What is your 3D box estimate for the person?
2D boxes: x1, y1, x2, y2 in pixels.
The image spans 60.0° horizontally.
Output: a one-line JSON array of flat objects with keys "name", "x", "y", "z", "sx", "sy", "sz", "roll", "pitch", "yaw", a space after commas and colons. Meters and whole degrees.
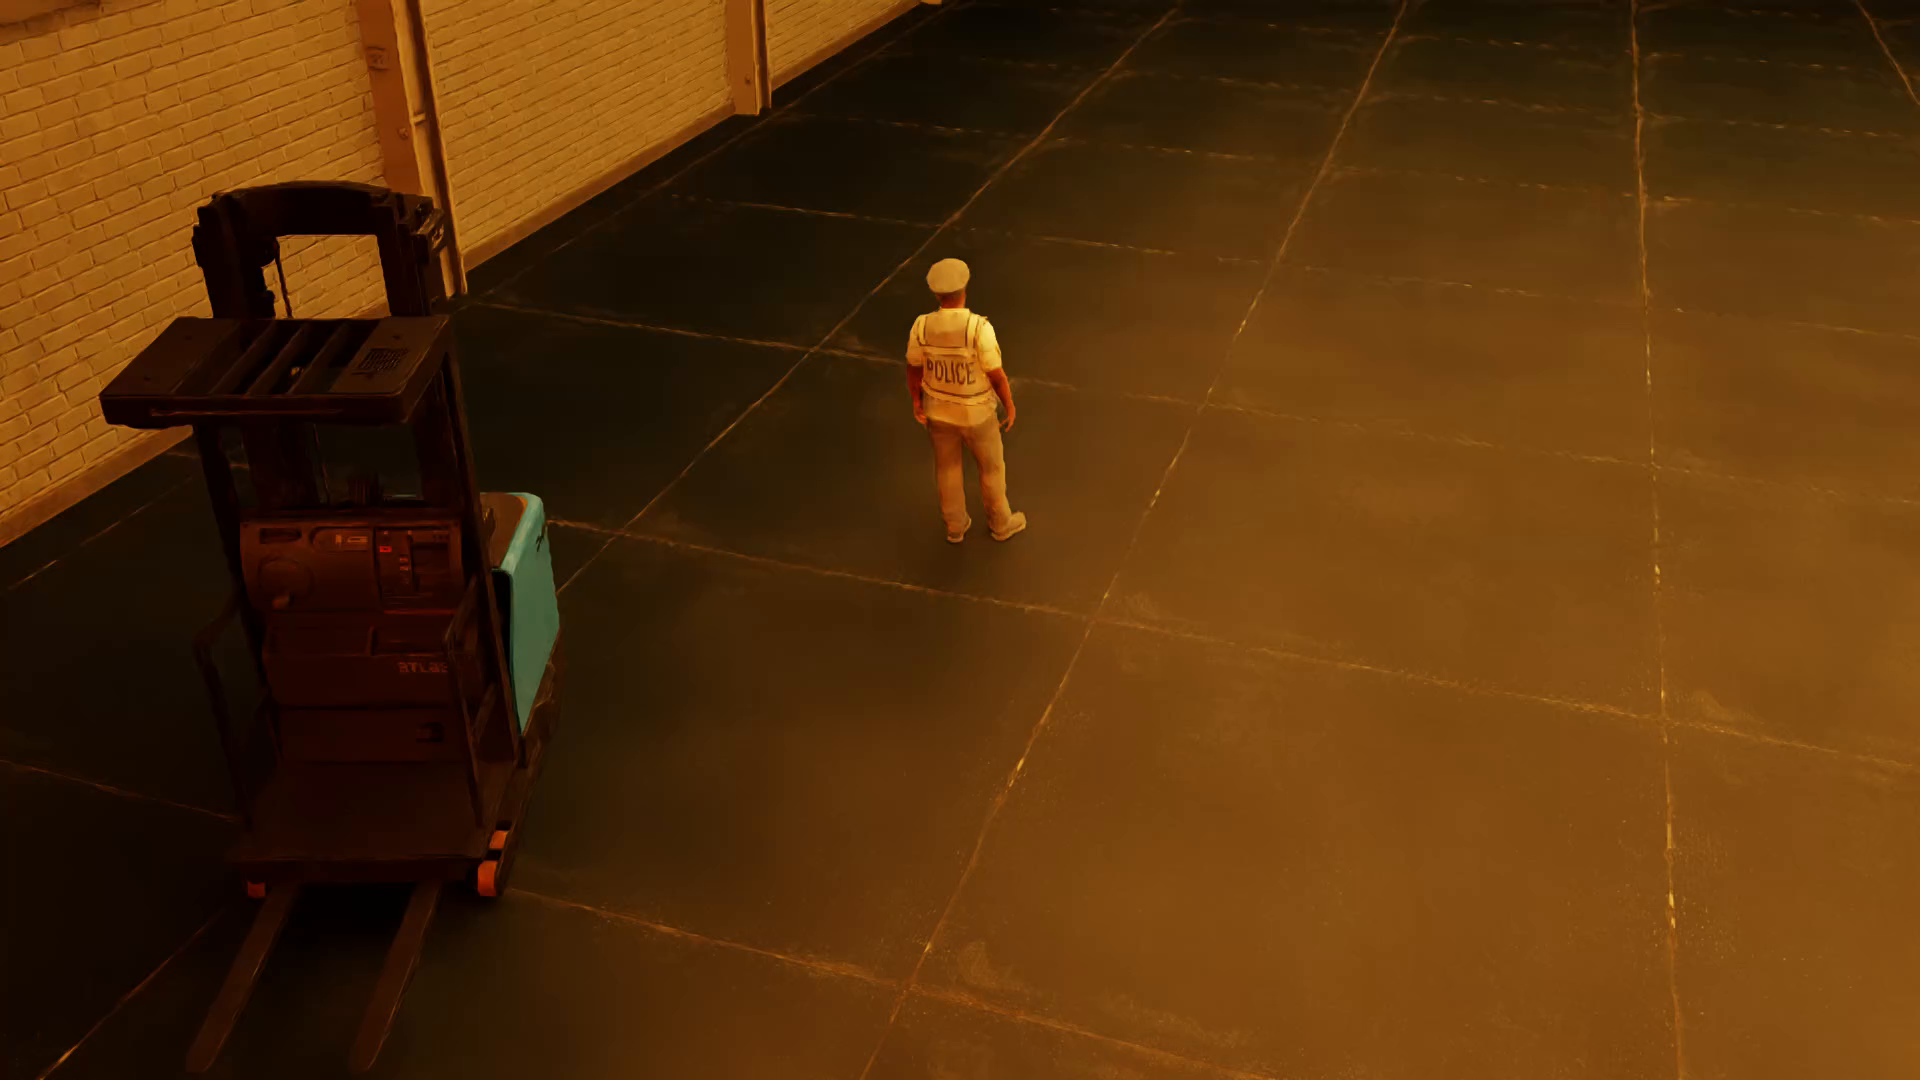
[{"name": "person", "x": 0.037, "y": -0.814, "z": 9.712, "sx": 0.640, "sy": 1.778, "sz": 0.574, "roll": 10, "pitch": 31, "yaw": 16}]

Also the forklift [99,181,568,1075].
[{"name": "forklift", "x": -2.571, "y": 0.149, "z": 6.876, "sx": 1.130, "sy": 2.935, "sz": 3.031, "roll": -1, "pitch": 30, "yaw": -1}]
